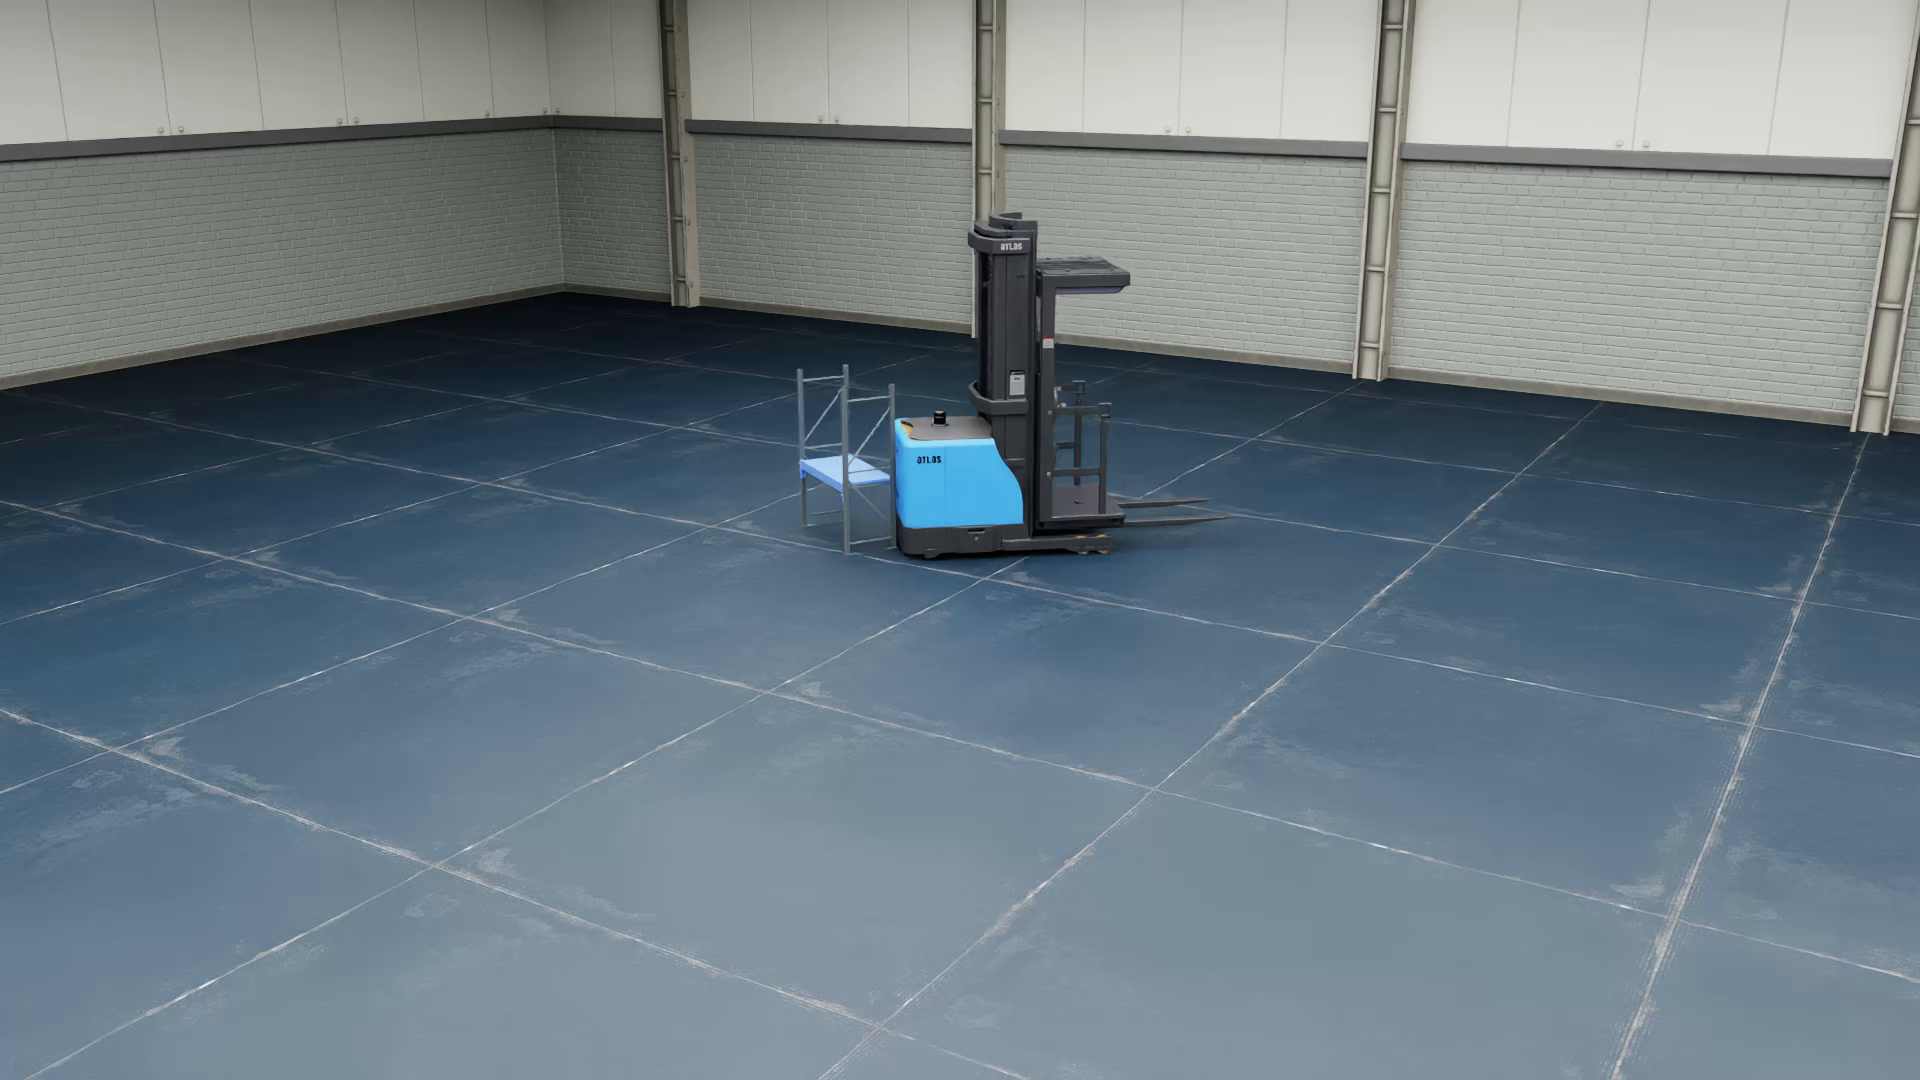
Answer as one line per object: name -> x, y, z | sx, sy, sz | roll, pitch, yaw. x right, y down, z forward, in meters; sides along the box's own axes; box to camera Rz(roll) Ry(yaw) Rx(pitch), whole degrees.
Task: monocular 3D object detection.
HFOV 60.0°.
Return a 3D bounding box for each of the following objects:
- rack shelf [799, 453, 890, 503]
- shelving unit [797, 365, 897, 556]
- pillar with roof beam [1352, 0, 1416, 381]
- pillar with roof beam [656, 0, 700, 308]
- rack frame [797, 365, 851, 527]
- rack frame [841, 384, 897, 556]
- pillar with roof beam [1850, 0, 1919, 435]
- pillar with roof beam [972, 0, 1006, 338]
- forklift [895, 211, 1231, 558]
rack shelf -> -1.033, -0.572, 15.172 | 0.538, 0.185, 1.000 | -8, 19, -26
shelving unit -> -1.033, -0.744, 15.119 | 0.538, 1.500, 1.048 | -8, 19, -26
pillar with roof beam -> 3.284, -5.430, 17.643 | 0.400, 9.000, 9.100 | 10, 20, 30
pillar with roof beam -> -6.942, -7.255, 23.652 | 0.400, 9.000, 9.100 | 10, 20, 30
rack frame -> -1.265, -0.876, 15.552 | 0.500, 1.500, 0.032 | -8, 19, -26
rack frame -> -0.801, -0.613, 14.687 | 0.500, 1.500, 0.032 | -8, 19, -26
pillar with roof beam -> 8.396, -4.517, 14.638 | 0.400, 9.000, 9.100 | 10, 20, 30
pillar with roof beam -> -1.829, -6.343, 20.647 | 0.400, 9.000, 9.100 | 10, 20, 30
forklift -> 0.922, -1.422, 14.888 | 3.031, 2.935, 1.130 | -3, 17, -9
